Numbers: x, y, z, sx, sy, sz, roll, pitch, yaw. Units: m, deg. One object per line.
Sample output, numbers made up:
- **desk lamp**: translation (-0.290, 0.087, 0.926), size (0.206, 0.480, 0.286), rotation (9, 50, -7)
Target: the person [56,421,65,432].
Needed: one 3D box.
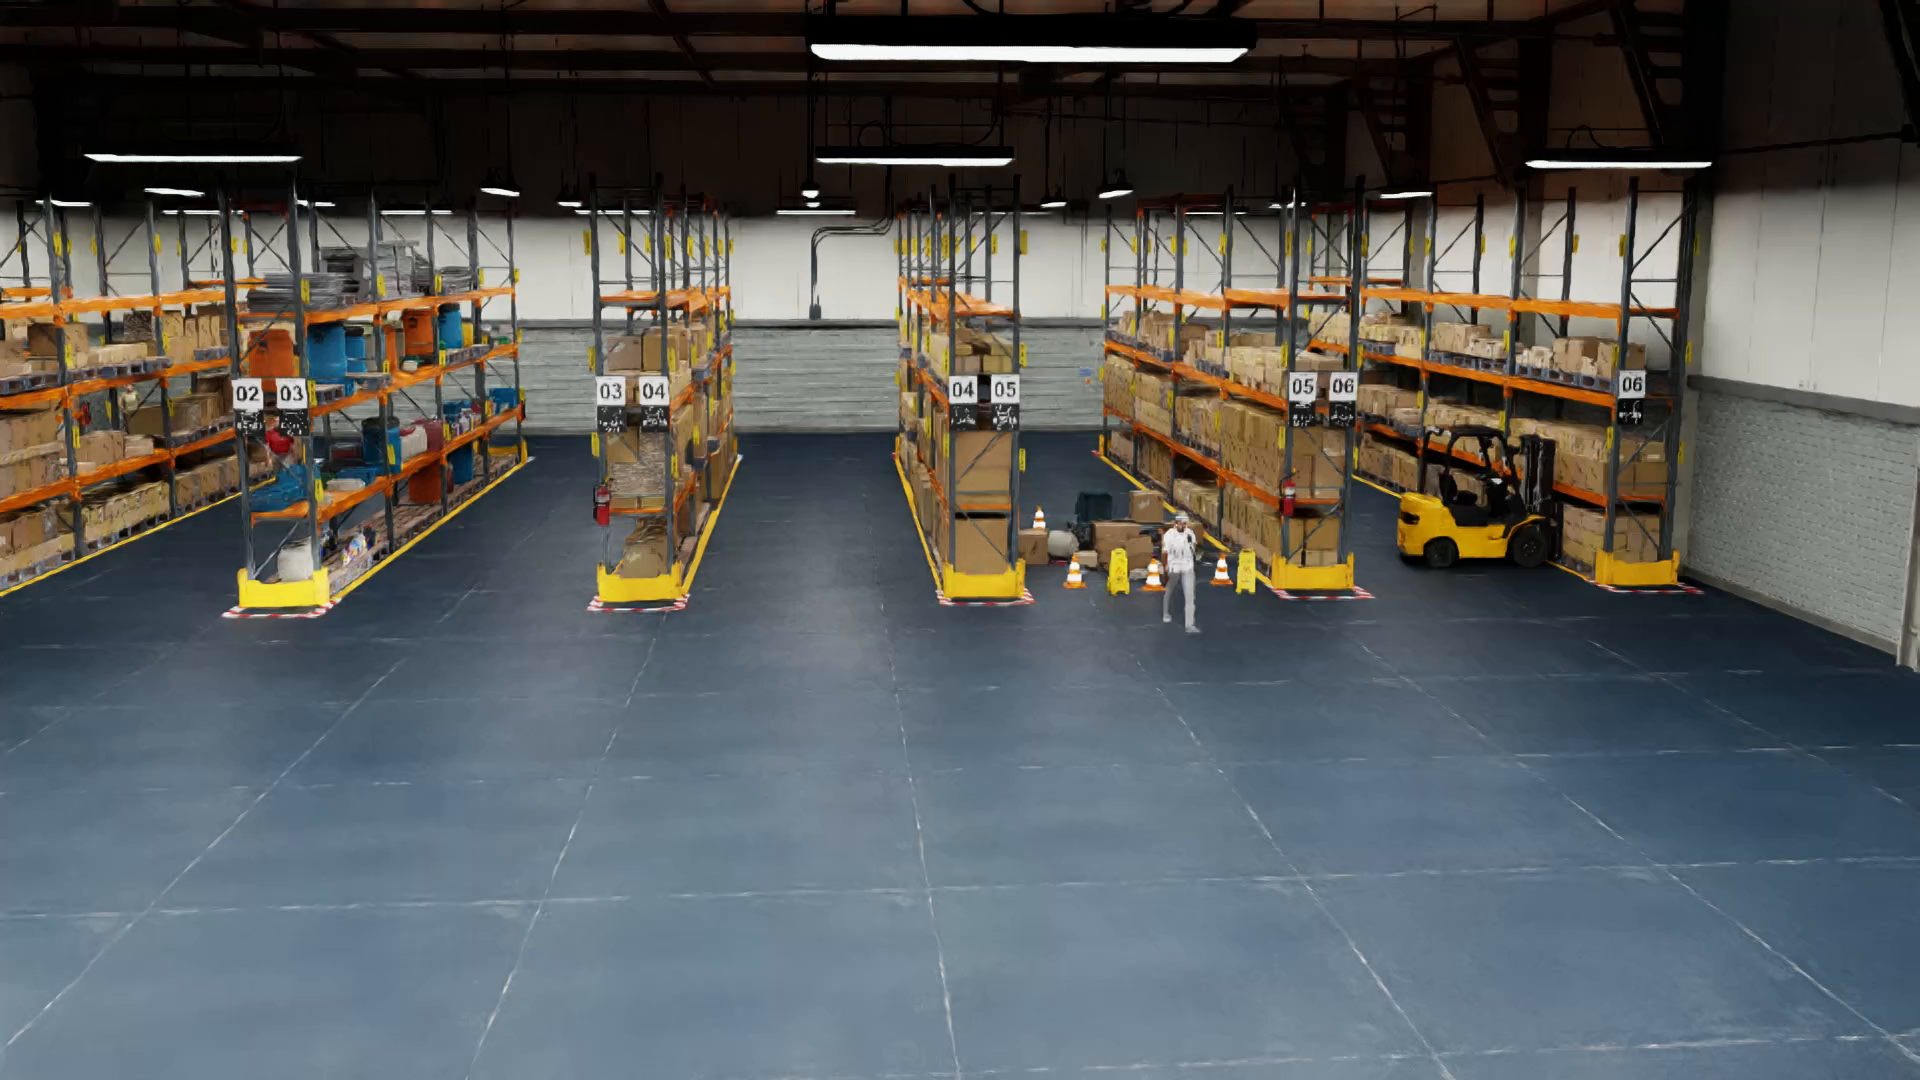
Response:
- **person**: translation (-21.436, -2.673, 39.423), size (0.532, 1.510, 0.700), rotation (6, 12, 31)

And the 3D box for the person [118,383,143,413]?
- **person**: translation (-21.196, -3.279, 42.586), size (0.620, 1.601, 0.817), rotation (-4, 11, -21)

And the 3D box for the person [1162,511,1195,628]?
- **person**: translation (2.874, 0.342, 21.947), size (0.447, 1.539, 0.918), rotation (0, 10, -2)
